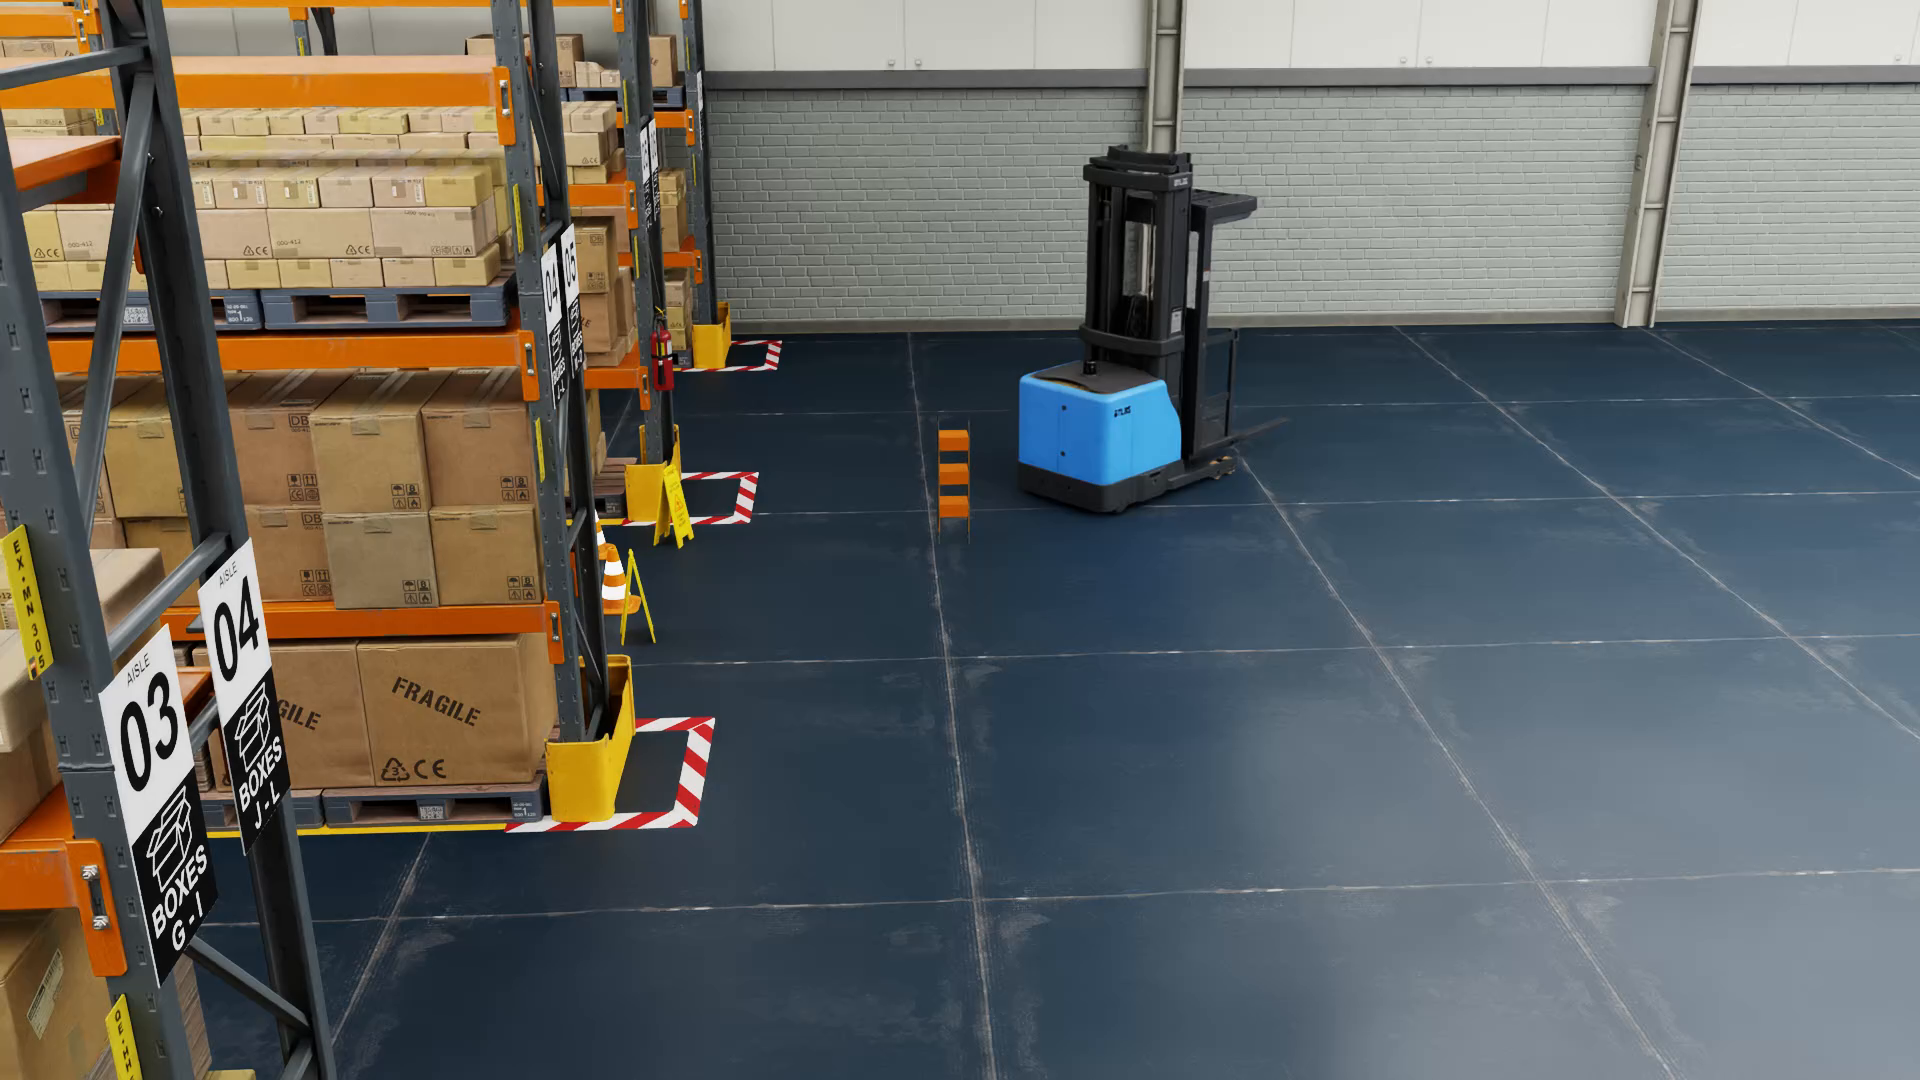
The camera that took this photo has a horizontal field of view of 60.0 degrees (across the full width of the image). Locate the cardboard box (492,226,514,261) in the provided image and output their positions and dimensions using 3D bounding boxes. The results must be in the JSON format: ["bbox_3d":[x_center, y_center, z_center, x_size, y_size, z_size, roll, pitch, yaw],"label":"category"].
[{"bbox_3d":[-2.567,-1.644,9.131,0.250,0.149,0.380,-1,21,-3],"label":"cardboard box"}]

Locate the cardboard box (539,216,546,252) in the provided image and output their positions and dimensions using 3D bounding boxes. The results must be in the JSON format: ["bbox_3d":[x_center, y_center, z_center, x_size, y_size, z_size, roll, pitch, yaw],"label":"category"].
[{"bbox_3d":[-3.593,-2.324,13.545,0.500,0.500,0.700,-1,21,-3],"label":"cardboard box"}]

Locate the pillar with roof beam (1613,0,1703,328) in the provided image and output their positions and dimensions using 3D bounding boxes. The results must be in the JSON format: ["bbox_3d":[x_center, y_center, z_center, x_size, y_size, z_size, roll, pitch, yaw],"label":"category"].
[{"bbox_3d":[8.603,-5.354,15.036,0.400,9.000,9.100,-1,21,-3],"label":"pillar with roof beam"}]

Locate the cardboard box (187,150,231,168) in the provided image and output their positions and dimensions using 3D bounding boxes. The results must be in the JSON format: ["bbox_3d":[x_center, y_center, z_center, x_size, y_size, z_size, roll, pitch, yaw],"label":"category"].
[{"bbox_3d":[-4.082,-1.986,8.907,0.250,0.149,0.380,-1,21,-2],"label":"cardboard box"}]

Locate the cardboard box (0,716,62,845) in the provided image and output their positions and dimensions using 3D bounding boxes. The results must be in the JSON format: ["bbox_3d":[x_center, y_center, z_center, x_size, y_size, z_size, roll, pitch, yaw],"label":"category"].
[{"bbox_3d":[-2.491,0.522,4.029,0.500,0.250,0.500,-1,21,-2],"label":"cardboard box"}]

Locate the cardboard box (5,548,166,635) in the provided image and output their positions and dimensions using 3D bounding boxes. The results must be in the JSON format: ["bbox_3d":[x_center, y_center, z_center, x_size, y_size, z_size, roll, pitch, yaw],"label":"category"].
[{"bbox_3d":[-2.312,0.159,4.421,0.250,0.149,0.380,-1,21,-3],"label":"cardboard box"}]

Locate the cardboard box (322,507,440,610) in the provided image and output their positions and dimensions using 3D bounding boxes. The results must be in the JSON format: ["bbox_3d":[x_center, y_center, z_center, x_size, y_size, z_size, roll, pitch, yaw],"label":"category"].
[{"bbox_3d":[-3.122,-0.038,9.293,0.550,0.550,0.875,-1,21,-3],"label":"cardboard box"}]

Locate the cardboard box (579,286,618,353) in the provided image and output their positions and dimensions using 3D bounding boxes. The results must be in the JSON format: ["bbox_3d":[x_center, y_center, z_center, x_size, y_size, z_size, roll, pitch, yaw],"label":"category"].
[{"bbox_3d":[-3.116,-1.843,13.688,0.500,0.500,0.500,-2,21,-4],"label":"cardboard box"}]

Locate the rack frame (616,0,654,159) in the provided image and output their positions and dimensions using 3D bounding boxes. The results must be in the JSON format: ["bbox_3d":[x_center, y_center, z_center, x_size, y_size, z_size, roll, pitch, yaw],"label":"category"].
[{"bbox_3d":[-2.590,-4.570,12.977,0.127,3.000,1.000,-1,21,-3],"label":"rack frame"}]

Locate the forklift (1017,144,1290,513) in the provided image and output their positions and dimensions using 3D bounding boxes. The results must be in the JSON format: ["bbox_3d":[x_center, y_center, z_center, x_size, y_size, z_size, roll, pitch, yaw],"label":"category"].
[{"bbox_3d":[1.893,-2.032,14.840,1.130,2.935,3.031,19,28,41],"label":"forklift"}]

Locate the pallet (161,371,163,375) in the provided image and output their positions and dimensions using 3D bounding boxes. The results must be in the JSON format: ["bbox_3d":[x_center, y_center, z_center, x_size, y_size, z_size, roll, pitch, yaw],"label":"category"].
[{"bbox_3d":[-8.824,-2.090,18.815,1.213,0.211,1.003,-1,21,-3],"label":"pallet"}]

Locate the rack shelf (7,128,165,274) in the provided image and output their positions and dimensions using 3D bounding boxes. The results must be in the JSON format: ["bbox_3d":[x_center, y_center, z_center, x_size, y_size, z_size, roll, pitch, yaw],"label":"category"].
[{"bbox_3d":[-4.021,-0.671,3.753,4.000,0.370,1.077,-1,21,-3],"label":"rack shelf"}]

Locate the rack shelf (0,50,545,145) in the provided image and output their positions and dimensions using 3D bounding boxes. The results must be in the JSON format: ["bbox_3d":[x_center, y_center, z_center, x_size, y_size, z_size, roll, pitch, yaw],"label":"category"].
[{"bbox_3d":[-4.203,-2.250,8.457,4.000,0.370,1.077,-1,21,-3],"label":"rack shelf"}]

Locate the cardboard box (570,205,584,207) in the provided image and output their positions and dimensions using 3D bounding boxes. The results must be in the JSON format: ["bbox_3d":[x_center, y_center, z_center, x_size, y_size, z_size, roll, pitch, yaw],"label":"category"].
[{"bbox_3d":[-4.235,-3.750,18.204,0.250,0.149,0.380,-2,21,-5],"label":"cardboard box"}]

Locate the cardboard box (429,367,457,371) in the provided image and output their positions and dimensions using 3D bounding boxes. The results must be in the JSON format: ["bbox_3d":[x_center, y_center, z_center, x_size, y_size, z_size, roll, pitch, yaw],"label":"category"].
[{"bbox_3d":[-4.224,-1.515,13.736,0.250,0.149,0.380,-1,21,-4],"label":"cardboard box"}]

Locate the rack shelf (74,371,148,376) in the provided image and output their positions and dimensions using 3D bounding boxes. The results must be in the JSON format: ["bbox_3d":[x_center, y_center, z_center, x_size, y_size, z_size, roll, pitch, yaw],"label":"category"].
[{"bbox_3d":[-8.580,-1.308,13.853,4.000,0.370,1.077,-1,21,-3],"label":"rack shelf"}]

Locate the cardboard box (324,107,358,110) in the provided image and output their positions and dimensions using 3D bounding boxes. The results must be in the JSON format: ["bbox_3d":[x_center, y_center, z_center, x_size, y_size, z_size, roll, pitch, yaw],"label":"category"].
[{"bbox_3d":[-4.988,-3.476,13.553,0.250,0.149,0.380,-1,21,-2],"label":"cardboard box"}]

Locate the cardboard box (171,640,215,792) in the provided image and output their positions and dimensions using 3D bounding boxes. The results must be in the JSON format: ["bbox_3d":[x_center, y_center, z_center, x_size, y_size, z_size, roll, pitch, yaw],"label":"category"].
[{"bbox_3d":[-4.668,0.860,9.541,0.875,0.875,0.875,-1,21,-3],"label":"cardboard box"}]

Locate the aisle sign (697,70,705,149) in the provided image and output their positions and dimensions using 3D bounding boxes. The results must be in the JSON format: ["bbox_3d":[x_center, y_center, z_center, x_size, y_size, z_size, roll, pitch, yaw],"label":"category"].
[{"bbox_3d":[-2.794,-4.641,17.943,0.004,0.787,0.394,-1,21,-3],"label":"aisle sign"}]

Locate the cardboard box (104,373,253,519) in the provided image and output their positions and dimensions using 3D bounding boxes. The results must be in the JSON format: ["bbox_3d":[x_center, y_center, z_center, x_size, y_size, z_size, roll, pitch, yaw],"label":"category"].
[{"bbox_3d":[-4.211,-0.527,9.061,0.500,0.550,0.875,-1,21,-3],"label":"cardboard box"}]

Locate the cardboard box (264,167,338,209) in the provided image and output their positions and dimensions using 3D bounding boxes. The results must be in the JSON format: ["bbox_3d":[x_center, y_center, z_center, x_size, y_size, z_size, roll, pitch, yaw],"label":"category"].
[{"bbox_3d":[-3.287,-1.767,8.333,0.250,0.149,0.380,-1,21,-2],"label":"cardboard box"}]

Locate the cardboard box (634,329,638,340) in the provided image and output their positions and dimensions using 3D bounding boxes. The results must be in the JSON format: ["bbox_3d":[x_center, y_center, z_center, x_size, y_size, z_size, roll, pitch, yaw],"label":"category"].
[{"bbox_3d":[-3.825,-2.312,18.753,0.500,0.250,0.500,-1,21,-3],"label":"cardboard box"}]

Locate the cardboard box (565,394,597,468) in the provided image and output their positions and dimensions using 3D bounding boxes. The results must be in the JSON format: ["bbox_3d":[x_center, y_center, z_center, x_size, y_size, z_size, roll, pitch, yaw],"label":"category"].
[{"bbox_3d":[-3.375,-0.919,14.040,0.500,0.500,0.500,-1,21,-3],"label":"cardboard box"}]

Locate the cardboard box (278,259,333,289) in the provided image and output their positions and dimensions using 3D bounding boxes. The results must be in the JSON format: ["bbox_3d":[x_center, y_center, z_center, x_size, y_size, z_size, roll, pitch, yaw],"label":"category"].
[{"bbox_3d":[-3.279,-1.395,8.476,0.250,0.149,0.380,-1,21,-3],"label":"cardboard box"}]

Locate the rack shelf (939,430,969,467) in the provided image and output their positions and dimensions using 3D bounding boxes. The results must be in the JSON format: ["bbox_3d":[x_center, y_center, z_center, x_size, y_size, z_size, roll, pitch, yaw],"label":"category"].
[{"bbox_3d":[-0.053,-0.745,13.334,0.240,0.259,0.215,-1,21,-3],"label":"rack shelf"}]

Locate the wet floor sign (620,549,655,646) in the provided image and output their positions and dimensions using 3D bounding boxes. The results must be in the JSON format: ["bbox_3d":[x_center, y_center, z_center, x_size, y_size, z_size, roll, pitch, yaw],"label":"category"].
[{"bbox_3d":[-2.290,0.386,11.700,0.232,0.644,0.267,-5,21,-12],"label":"wet floor sign"}]

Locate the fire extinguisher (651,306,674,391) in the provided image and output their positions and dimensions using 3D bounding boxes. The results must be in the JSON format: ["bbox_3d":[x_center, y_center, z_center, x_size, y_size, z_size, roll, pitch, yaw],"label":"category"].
[{"bbox_3d":[-2.449,-1.569,13.635,0.183,0.674,0.296,-1,21,-3],"label":"fire extinguisher"}]

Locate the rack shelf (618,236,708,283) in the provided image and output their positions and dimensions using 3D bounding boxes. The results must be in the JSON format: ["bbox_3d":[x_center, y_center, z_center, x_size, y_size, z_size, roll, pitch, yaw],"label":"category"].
[{"bbox_3d":[-4.873,-3.153,18.697,4.000,0.370,1.077,-1,21,-3],"label":"rack shelf"}]

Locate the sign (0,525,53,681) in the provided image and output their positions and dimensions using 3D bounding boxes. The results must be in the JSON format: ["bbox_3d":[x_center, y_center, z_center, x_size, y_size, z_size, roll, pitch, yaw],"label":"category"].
[{"bbox_3d":[-2.012,0.136,3.588,0.005,0.325,0.100,-1,21,-3],"label":"sign"}]

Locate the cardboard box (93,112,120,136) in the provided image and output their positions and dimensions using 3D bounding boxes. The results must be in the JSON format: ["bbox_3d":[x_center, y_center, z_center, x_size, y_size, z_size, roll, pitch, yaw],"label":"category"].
[{"bbox_3d":[-7.189,-3.344,13.593,0.500,0.250,0.500,-2,21,-5],"label":"cardboard box"}]

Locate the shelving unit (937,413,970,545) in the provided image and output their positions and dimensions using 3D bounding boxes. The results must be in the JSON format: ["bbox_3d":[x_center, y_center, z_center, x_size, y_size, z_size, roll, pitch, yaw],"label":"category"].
[{"bbox_3d":[-0.053,-0.490,13.431,0.252,1.050,0.215,-1,21,-3],"label":"shelving unit"}]

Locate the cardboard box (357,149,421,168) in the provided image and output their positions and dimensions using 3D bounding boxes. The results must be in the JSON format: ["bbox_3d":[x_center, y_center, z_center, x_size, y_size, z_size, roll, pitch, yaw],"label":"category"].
[{"bbox_3d":[-3.063,-2.006,8.961,0.250,0.149,0.380,-1,21,-4],"label":"cardboard box"}]

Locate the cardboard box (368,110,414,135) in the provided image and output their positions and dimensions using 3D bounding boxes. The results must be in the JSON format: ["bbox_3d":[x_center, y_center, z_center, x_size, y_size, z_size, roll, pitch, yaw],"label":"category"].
[{"bbox_3d":[-4.440,-3.269,13.007,0.250,0.149,0.380,-1,21,-2],"label":"cardboard box"}]

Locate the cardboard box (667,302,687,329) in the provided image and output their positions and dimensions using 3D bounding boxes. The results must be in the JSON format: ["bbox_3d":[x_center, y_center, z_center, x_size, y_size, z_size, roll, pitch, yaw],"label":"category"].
[{"bbox_3d":[-3.345,-2.554,18.684,0.500,0.250,0.500,-1,21,-4],"label":"cardboard box"}]

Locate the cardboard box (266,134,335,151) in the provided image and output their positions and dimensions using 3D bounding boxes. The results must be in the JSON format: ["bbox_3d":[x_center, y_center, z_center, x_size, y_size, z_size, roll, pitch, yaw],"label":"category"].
[{"bbox_3d":[-5.113,-3.087,13.090,0.500,0.250,0.500,-1,21,-3],"label":"cardboard box"}]

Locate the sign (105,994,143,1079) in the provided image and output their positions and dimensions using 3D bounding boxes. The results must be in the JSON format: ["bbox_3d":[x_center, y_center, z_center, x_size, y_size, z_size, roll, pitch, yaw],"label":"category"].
[{"bbox_3d":[-2.012,1.263,4.017,0.005,0.325,0.100,-1,21,-3],"label":"sign"}]

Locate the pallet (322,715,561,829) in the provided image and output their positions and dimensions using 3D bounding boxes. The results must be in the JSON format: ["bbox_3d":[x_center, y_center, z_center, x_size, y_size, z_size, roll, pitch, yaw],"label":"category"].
[{"bbox_3d":[-3.000,1.337,9.812,1.213,0.211,1.003,-1,21,-3],"label":"pallet"}]

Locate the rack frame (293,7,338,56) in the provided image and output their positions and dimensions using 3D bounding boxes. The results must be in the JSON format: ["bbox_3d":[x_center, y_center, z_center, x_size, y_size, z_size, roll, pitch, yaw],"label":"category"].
[{"bbox_3d":[-6.870,-6.252,17.395,0.127,3.000,1.000,-1,21,-3],"label":"rack frame"}]

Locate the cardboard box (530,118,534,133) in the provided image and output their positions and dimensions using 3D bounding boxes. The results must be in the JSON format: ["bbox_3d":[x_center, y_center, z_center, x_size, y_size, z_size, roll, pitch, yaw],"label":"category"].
[{"bbox_3d":[-3.424,-3.308,13.112,0.250,0.149,0.380,-1,21,-4],"label":"cardboard box"}]

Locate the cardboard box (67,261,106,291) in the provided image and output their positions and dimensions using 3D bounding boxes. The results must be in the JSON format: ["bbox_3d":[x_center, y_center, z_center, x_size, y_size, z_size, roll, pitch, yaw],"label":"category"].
[{"bbox_3d":[-4.298,-1.374,8.420,0.250,0.149,0.380,-1,21,-2],"label":"cardboard box"}]

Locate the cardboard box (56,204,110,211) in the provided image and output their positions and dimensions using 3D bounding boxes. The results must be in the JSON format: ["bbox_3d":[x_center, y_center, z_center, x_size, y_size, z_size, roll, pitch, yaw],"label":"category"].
[{"bbox_3d":[-4.298,-1.746,8.278,0.250,0.149,0.380,-1,21,-3],"label":"cardboard box"}]

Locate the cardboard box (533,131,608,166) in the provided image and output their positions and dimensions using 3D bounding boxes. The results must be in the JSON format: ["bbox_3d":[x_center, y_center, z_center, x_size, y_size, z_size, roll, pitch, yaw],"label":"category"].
[{"bbox_3d":[-3.085,-3.131,13.206,0.500,0.250,0.500,-1,21,-4],"label":"cardboard box"}]

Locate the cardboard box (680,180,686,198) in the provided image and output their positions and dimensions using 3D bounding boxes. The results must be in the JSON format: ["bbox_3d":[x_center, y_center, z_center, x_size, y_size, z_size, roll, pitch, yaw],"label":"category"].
[{"bbox_3d":[-3.230,-3.965,18.767,0.250,0.149,0.380,-2,21,-4],"label":"cardboard box"}]

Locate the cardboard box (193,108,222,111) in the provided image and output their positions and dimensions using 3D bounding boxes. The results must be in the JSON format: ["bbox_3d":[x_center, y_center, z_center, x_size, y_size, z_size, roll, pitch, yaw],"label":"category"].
[{"bbox_3d":[-6.024,-3.459,13.507,0.250,0.149,0.380,-2,21,-4],"label":"cardboard box"}]

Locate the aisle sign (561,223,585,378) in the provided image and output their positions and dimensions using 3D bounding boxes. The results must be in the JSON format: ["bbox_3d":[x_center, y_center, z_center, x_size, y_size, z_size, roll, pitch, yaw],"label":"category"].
[{"bbox_3d":[-2.153,-1.333,9.253,0.004,0.787,0.394,-1,21,-3],"label":"aisle sign"}]

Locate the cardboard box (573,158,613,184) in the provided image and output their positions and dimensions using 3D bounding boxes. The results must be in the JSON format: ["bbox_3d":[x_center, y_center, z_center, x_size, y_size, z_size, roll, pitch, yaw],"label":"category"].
[{"bbox_3d":[-2.930,-2.944,13.276,0.250,0.149,0.380,-1,21,-3],"label":"cardboard box"}]

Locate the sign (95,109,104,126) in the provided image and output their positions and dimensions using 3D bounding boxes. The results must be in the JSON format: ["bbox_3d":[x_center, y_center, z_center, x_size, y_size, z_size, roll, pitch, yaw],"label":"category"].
[{"bbox_3d":[-6.548,-3.316,12.618,0.005,0.325,0.100,-1,21,-3],"label":"sign"}]

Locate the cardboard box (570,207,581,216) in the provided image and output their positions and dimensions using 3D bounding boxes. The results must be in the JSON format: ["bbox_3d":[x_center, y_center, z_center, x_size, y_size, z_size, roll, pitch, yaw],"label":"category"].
[{"bbox_3d":[-4.383,-3.455,18.340,0.500,0.500,0.500,-2,21,-4],"label":"cardboard box"}]

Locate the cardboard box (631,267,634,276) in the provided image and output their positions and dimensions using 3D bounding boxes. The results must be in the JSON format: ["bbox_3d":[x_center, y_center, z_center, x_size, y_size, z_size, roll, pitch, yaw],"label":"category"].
[{"bbox_3d":[-3.866,-2.954,19.033,0.500,0.250,0.500,-1,21,-3],"label":"cardboard box"}]

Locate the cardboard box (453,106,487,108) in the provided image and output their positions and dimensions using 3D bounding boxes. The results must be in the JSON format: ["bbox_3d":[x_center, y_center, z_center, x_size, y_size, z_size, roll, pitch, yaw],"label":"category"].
[{"bbox_3d":[-3.957,-3.477,13.555,0.250,0.149,0.380,-1,21,-3],"label":"cardboard box"}]

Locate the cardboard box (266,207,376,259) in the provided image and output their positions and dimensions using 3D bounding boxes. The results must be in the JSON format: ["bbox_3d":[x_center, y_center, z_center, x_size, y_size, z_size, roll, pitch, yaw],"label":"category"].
[{"bbox_3d":[-3.178,-1.605,8.466,0.500,0.250,0.500,-1,21,-3],"label":"cardboard box"}]

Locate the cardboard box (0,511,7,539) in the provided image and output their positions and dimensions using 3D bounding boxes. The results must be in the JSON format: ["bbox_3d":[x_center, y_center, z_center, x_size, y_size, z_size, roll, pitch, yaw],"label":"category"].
[{"bbox_3d":[-5.284,-0.030,9.273,0.550,0.550,0.875,-1,21,-3],"label":"cardboard box"}]

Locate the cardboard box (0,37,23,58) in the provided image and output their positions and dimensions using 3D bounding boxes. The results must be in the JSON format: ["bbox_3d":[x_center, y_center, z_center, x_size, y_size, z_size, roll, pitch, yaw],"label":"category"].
[{"bbox_3d":[-10.127,-4.987,17.416,0.500,0.500,0.500,-1,21,-3],"label":"cardboard box"}]

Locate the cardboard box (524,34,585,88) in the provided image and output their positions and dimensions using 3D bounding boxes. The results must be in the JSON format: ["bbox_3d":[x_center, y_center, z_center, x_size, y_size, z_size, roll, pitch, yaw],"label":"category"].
[{"bbox_3d":[-4.333,-5.140,17.820,0.500,0.500,0.700,-1,21,-3],"label":"cardboard box"}]

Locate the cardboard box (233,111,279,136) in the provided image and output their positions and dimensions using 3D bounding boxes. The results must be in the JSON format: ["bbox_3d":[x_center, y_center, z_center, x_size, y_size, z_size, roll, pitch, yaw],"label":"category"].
[{"bbox_3d":[-5.464,-3.246,12.949,0.250,0.149,0.380,-1,21,-3],"label":"cardboard box"}]

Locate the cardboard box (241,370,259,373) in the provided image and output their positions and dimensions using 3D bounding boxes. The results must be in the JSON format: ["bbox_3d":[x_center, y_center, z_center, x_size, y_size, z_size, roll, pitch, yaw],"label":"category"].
[{"bbox_3d":[-5.738,-1.500,13.698,0.250,0.149,0.380,-1,21,-3],"label":"cardboard box"}]

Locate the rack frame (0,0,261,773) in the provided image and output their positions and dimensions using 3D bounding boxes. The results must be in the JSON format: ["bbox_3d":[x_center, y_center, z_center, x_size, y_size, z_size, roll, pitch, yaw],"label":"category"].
[{"bbox_3d":[-2.024,-1.050,3.731,0.127,3.000,1.000,-1,21,-3],"label":"rack frame"}]
